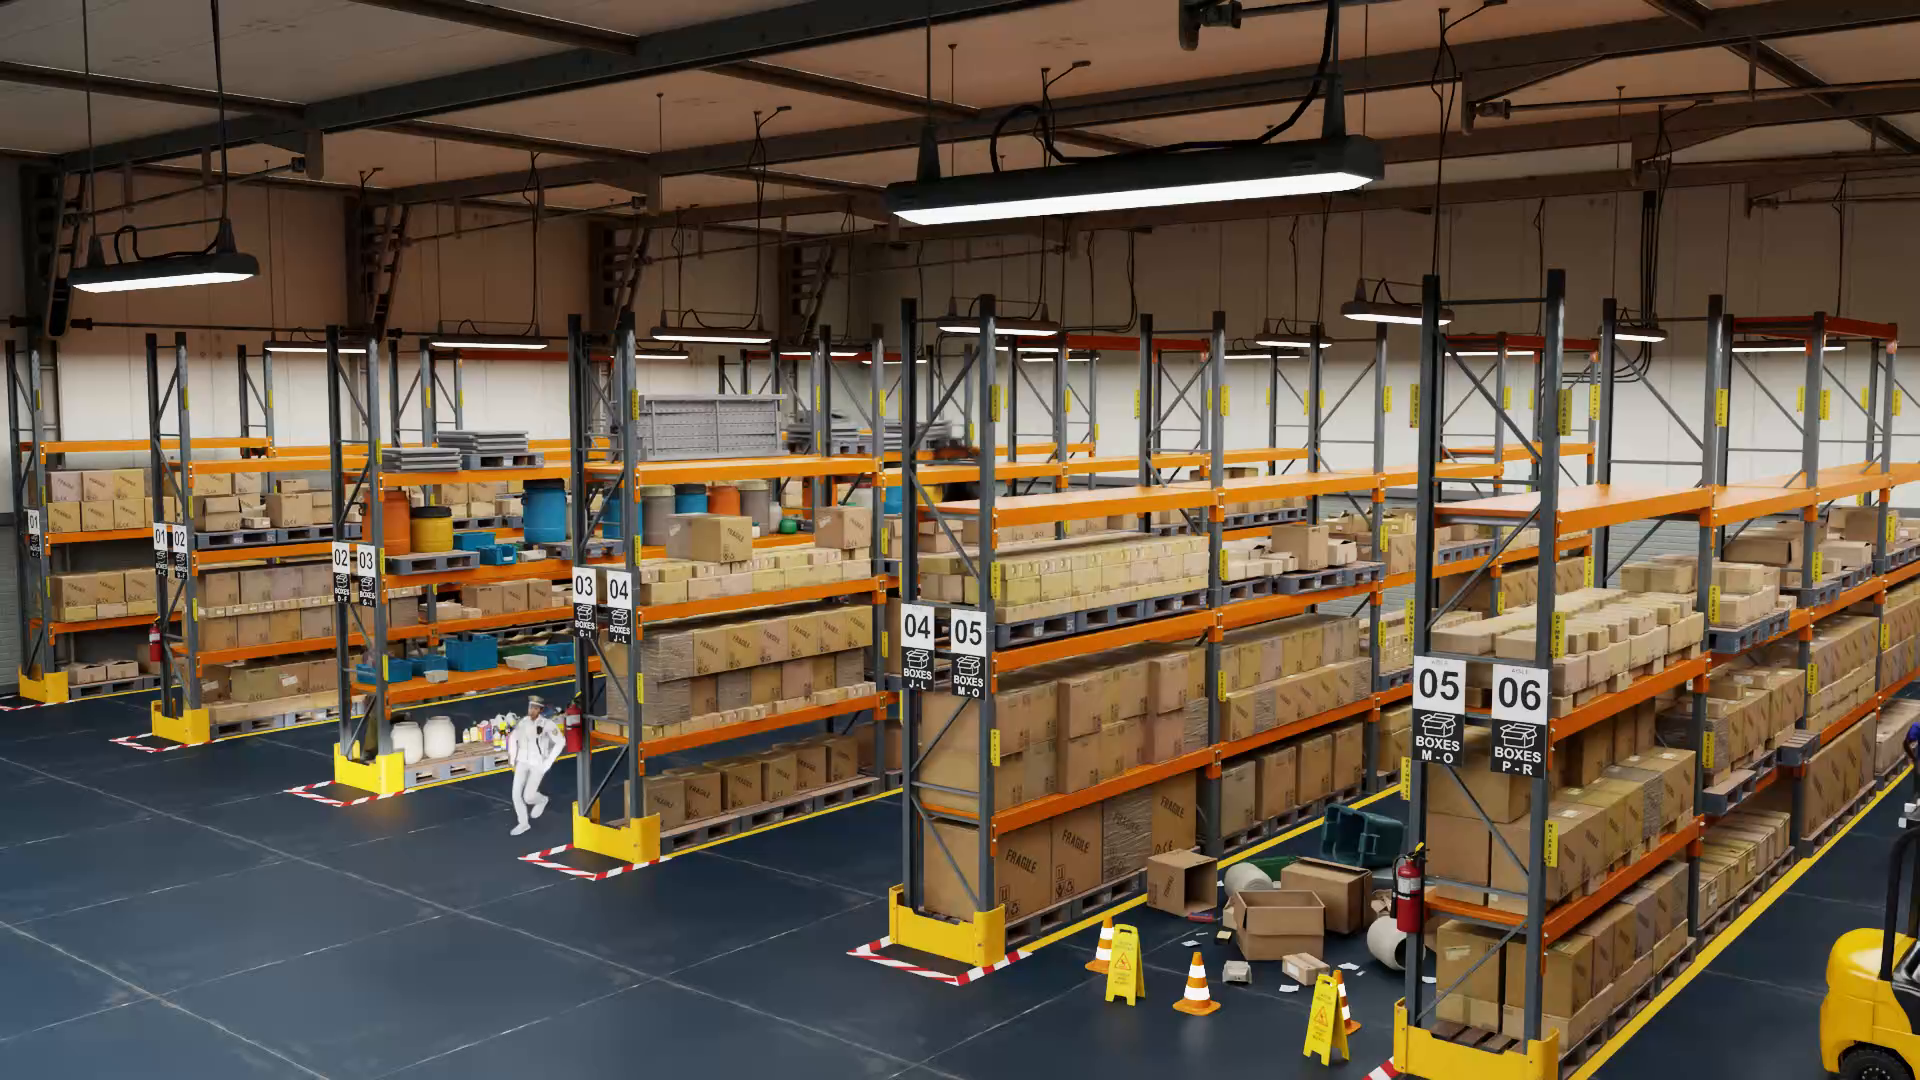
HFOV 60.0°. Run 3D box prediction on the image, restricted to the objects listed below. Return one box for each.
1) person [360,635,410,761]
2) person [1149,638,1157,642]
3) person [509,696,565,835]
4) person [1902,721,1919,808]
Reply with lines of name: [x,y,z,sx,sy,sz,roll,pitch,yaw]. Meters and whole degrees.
person: [-8.183,2.199,23.594,0.718,1.759,0.939,3,6,31]
person: [2.742,2.221,23.912,0.514,1.631,0.653,4,6,37]
person: [-4.962,2.613,19.514,0.697,1.643,0.553,1,5,16]
person: [11.224,2.627,19.221,0.565,1.611,0.553,4,6,34]
